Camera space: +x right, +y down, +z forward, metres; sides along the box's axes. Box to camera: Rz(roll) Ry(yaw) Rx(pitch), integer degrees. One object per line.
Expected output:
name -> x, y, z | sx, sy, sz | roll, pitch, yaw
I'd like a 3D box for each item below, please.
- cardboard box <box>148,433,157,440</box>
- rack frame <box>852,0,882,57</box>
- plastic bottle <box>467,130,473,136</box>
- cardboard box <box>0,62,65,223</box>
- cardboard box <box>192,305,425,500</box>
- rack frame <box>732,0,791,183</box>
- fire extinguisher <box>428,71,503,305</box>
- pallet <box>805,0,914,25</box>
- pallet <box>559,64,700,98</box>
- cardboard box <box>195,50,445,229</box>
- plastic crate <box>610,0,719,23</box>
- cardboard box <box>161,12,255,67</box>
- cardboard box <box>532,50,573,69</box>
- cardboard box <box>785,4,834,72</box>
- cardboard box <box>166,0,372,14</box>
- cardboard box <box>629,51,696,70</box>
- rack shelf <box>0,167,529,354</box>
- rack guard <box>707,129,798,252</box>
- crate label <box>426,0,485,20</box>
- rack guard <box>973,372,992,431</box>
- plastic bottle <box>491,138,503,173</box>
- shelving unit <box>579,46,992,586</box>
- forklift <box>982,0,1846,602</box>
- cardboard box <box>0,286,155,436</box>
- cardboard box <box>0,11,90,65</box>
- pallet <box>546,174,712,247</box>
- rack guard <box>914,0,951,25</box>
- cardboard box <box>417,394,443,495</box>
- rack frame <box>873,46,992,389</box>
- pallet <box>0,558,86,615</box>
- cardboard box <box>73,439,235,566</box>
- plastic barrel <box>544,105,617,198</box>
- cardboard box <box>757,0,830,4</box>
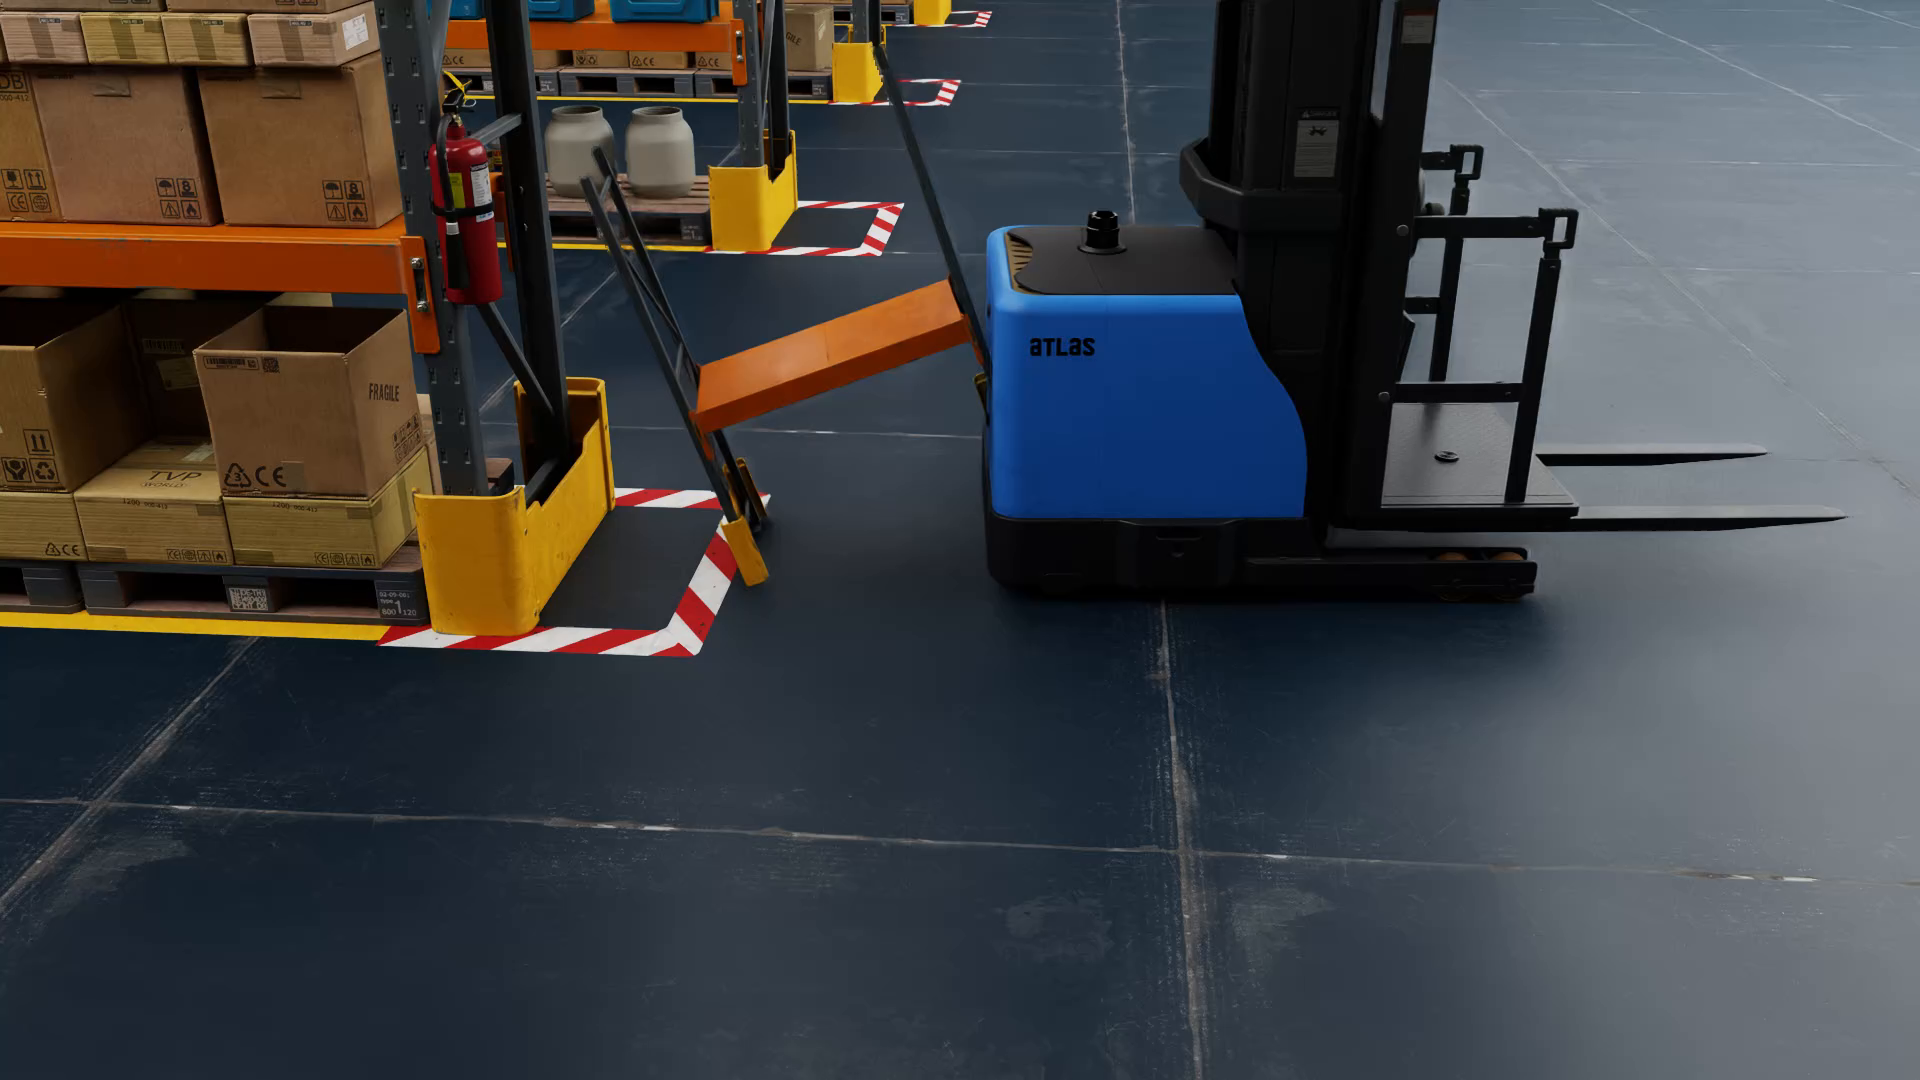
cardboard box -> -3.099, -0.371, 6.217 | 0.500, 0.250, 0.500 | 2, 25, 4
rack frame -> -0.822, -5.418, 14.397 | 0.127, 3.000, 1.000 | 2, 25, 4
plastic bottle -> -3.209, -2.522, 10.828 | 0.133, 0.283, 0.061 | 2, 25, 5
cardboard box -> -3.067, -1.388, 5.520 | 0.500, 0.500, 0.700 | 2, 25, 4
cardboard box -> -2.142, -0.464, 5.523 | 0.500, 0.500, 0.500 | 2, 25, 4
rack frame -> -1.201, -3.353, 9.911 | 0.127, 3.000, 1.000 | 2, 25, 4
fire extinguisher -> -1.502, -1.056, 5.012 | 0.183, 0.674, 0.296 | 2, 25, 4
pallet -> -1.145, -6.208, 19.451 | 1.213, 0.211, 1.003 | 2, 25, 4
pallet -> -2.918, -4.234, 15.161 | 1.213, 0.211, 1.003 | 2, 25, 4
cardboard box -> -2.049, -1.355, 5.448 | 0.500, 0.500, 0.700 | 2, 25, 4
plastic crate -> -1.723, -3.177, 9.706 | 0.616, 0.251, 0.499 | 2, 25, 4
cardboard box -> -2.241, -1.570, 5.139 | 0.250, 0.149, 0.380 | 2, 25, 5
cardboard box -> -3.843, -4.556, 15.013 | 0.500, 0.500, 0.500 | 10, 27, 21
cardboard box -> -1.443, -4.500, 14.891 | 0.500, 0.500, 0.500 | 6, 25, 14
cardboard box -> -2.101, -1.946, 5.180 | 0.500, 0.500, 0.700 | 2, 25, 4
cardboard box -> -2.665, -4.533, 14.962 | 0.500, 0.500, 0.500 | 4, 25, 9
rack shelf -> -3.578, -1.026, 5.714 | 4.000, 0.370, 1.077 | 2, 25, 4
rack guard -> -1.281, -2.201, 10.396 | 0.348, 0.500, 1.175 | 2, 25, 4
crate label -> -3.057, -3.316, 9.787 | 0.616, 0.435, 0.502 | 2, 25, 4
rack guard -> 0.157, -0.401, 6.018 | 0.087, 0.250, 0.587 | -19, 25, 2
plastic bottle -> -2.985, -2.502, 10.798 | 0.097, 0.271, 0.097 | 0, 25, 0
shelving unit -> -0.508, -0.768, 5.771 | 1.083, 1.500, 0.587 | -19, 25, 2
forklift -> 1.608, -1.342, 5.621 | 3.031, 2.935, 1.130 | 0, 25, -1
cardboard box -> -3.100, -0.707, 6.050 | 0.500, 0.500, 0.500 | 2, 25, 4
cardboard box -> -2.746, -1.587, 5.176 | 0.250, 0.149, 0.380 | 2, 25, 5
pallet -> -2.090, -2.098, 10.518 | 1.213, 0.211, 1.003 | 2, 25, 4
rack guard -> -0.318, -6.345, 19.404 | 0.348, 0.500, 1.175 | 2, 25, 4
cardboard box -> -2.102, -0.341, 6.151 | 0.500, 0.250, 0.500 | 2, 25, 4
rack frame -> -0.020, -0.938, 5.752 | 0.032, 1.500, 0.500 | -19, 25, 2
pallet -> -3.563, -0.069, 6.110 | 1.213, 0.211, 1.003 | 2, 25, 4
cardboard box -> -2.641, -0.136, 5.705 | 0.500, 0.250, 0.500 | 2, 25, 4
plastic barrel -> -2.363, -2.419, 10.355 | 0.421, 0.512, 0.421 | 0, 25, 0
cardboard box -> -1.900, -6.729, 19.286 | 0.875, 0.875, 0.875 | 1, 25, 3
